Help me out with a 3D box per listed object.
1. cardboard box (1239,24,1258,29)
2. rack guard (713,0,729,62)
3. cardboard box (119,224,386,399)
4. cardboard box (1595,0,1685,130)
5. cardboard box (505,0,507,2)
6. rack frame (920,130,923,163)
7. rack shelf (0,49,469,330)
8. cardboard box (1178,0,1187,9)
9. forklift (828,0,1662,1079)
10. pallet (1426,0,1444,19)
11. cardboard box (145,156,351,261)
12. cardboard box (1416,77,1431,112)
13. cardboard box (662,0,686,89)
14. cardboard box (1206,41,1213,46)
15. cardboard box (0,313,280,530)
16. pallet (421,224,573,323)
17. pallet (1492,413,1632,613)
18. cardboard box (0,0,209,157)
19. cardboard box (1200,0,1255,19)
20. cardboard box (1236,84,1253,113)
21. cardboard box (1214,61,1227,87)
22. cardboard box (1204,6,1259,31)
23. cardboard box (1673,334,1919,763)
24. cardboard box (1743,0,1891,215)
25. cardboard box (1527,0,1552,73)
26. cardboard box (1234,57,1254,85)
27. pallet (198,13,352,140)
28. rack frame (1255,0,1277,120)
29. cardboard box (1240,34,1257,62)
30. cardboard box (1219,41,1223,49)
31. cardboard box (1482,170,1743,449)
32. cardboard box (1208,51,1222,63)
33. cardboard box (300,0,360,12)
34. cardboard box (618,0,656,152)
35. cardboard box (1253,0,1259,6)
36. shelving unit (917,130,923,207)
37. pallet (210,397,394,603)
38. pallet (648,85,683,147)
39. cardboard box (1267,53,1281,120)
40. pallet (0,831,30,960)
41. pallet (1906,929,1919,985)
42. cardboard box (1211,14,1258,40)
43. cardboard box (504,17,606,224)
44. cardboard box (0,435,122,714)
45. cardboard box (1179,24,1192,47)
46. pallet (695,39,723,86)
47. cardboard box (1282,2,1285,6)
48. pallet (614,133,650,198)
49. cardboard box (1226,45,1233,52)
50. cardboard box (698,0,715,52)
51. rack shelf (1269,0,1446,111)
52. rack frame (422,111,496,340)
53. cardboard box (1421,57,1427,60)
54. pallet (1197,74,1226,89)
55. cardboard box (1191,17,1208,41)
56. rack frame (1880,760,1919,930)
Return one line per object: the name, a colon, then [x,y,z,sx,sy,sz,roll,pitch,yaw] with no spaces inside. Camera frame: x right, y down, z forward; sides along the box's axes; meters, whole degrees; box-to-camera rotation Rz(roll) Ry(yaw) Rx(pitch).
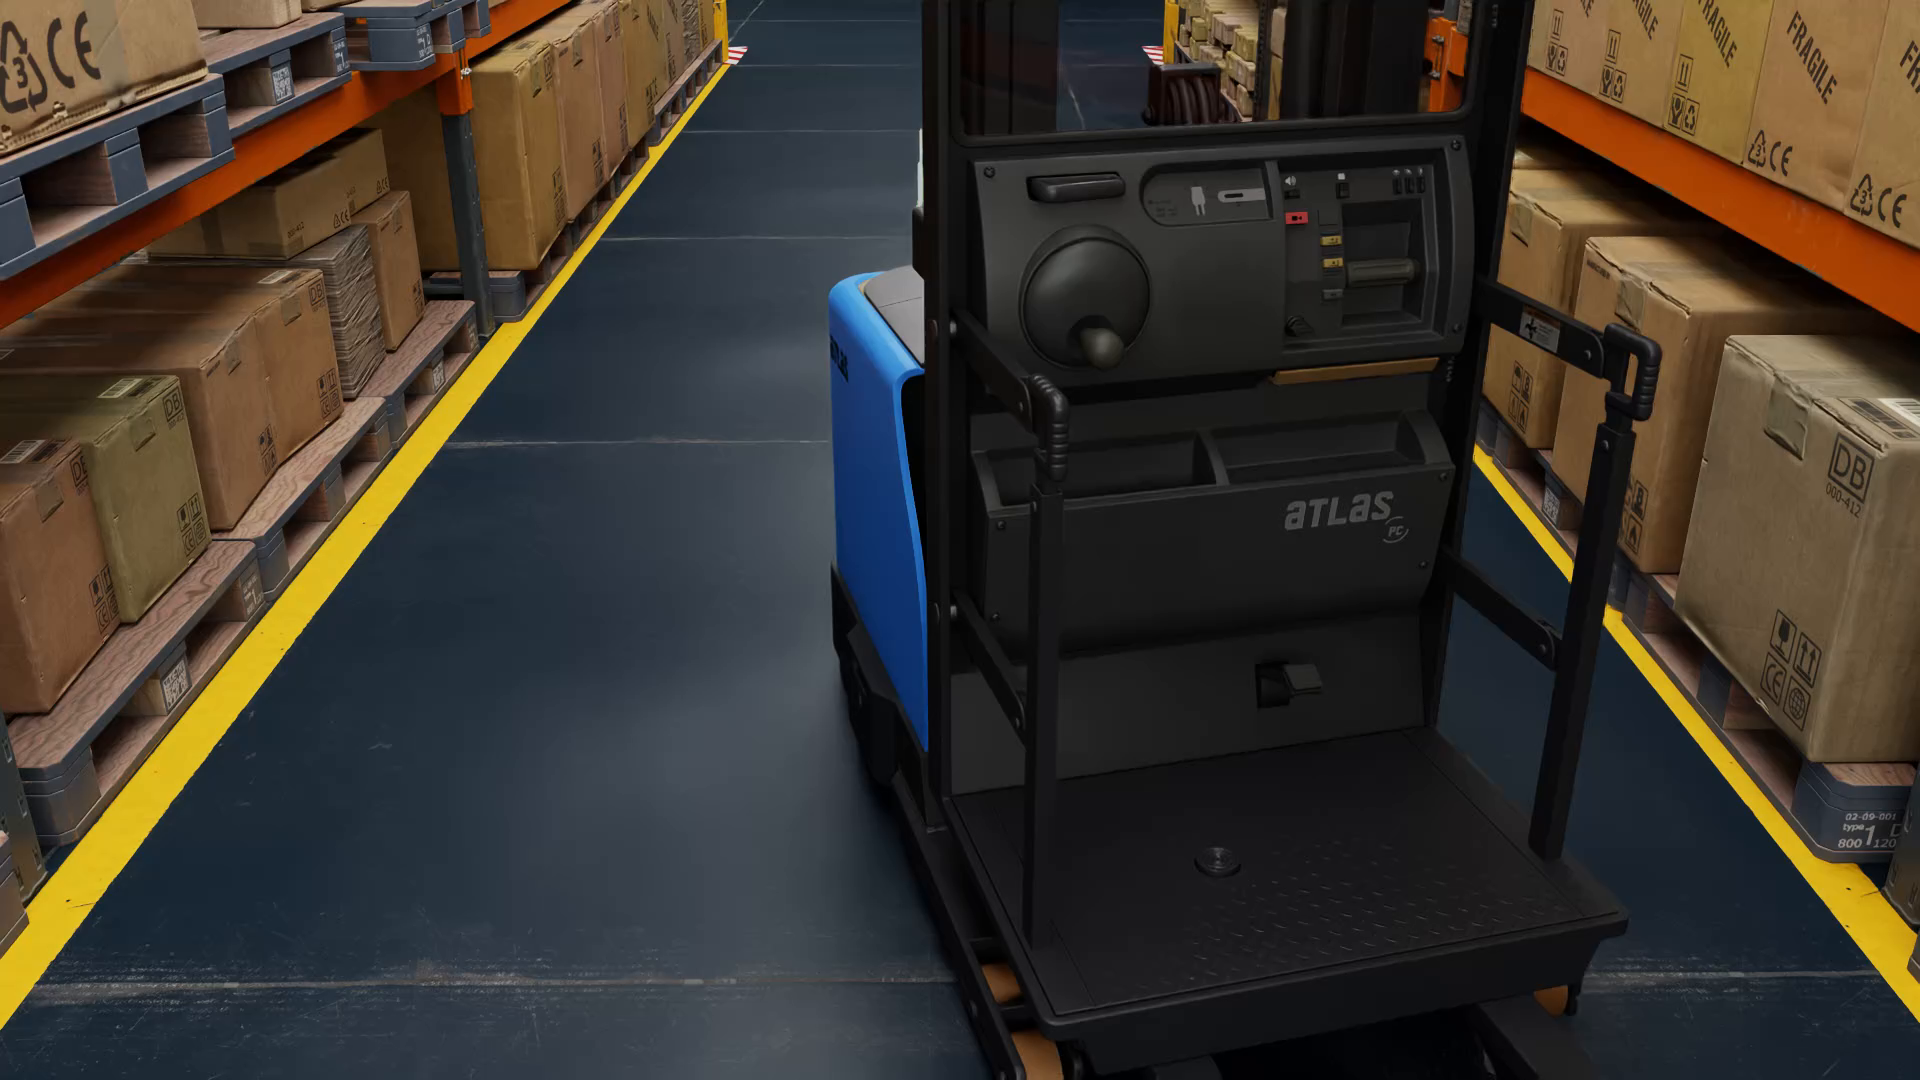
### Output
cardboard box: [2.149,-3.504,11.586,0.380,0.149,0.250,1,24,1]
rack guard: [-2.615,-4.419,14.414,1.175,0.500,0.348,0,24,-1]
cardboard box: [-2.481,-0.808,5.897,0.700,0.500,0.500,-2,24,-5]
cardboard box: [2.185,-1.469,4.736,0.500,0.500,0.500,-1,24,-1]
cardboard box: [-2.268,-2.711,7.483,0.500,0.500,0.500,-1,24,-2]
rack frame: [-0.004,-0.715,5.376,0.240,1.200,0.015,0,24,-1]
rack shelf: [-2.505,-1.099,4.914,1.077,0.370,4.000,0,24,-1]
cardboard box: [2.013,-4.475,13.731,0.380,0.149,0.250,-1,24,-3]
forklift: [0.538,-0.479,2.752,1.130,2.935,3.031,-6,25,-14]
pallet: [2.319,-2.438,7.233,1.213,0.211,1.003,0,24,-1]
cardboard box: [-2.474,-1.160,5.764,0.500,0.250,0.500,2,24,5]
cardboard box: [2.164,-1.907,7.440,0.500,0.250,0.500,-1,24,-2]
cardboard box: [-2.508,-3.766,12.006,0.875,0.875,0.875,0,24,-1]
cardboard box: [2.118,-3.783,12.925,0.380,0.149,0.250,0,24,0]
cardboard box: [-2.461,-0.345,4.872,0.700,0.500,0.500,-2,24,-5]
pallet: [-2.460,-1.306,7.881,1.003,0.211,1.213,0,24,-1]
pallet: [2.377,-0.135,5.292,1.003,0.211,1.213,0,24,-1]
cardboard box: [-2.352,-1.396,3.459,1.000,1.000,1.000,0,24,0]
cardboard box: [2.096,-4.155,13.025,0.380,0.149,0.250,-1,24,-3]
cardboard box: [2.045,-2.933,11.044,0.380,0.149,0.250,0,24,0]
cardboard box: [2.034,-3.359,11.987,0.380,0.149,0.250,0,24,-1]
cardboard box: [2.047,-3.932,12.532,0.380,0.149,0.250,0,24,0]
cardboard box: [2.381,-0.005,3.842,1.050,0.750,0.750,0,24,-1]
cardboard box: [2.199,-1.051,3.813,0.500,0.500,0.500,-1,24,-1]
cardboard box: [2.177,-1.882,5.649,0.500,0.500,0.500,0,24,-1]
cardboard box: [2.053,-3.148,11.159,0.380,0.149,0.250,-1,24,-3]
pallet: [-2.464,-1.348,4.824,1.003,0.211,1.213,0,24,-1]
rack frame: [2.390,-3.880,10.189,1.000,3.000,0.127,0,24,-1]
cardboard box: [2.084,-3.294,11.122,0.380,0.149,0.250,0,24,0]
cardboard box: [2.170,-3.799,12.599,0.380,0.149,0.250,1,24,2]
cardboard box: [2.363,-0.787,5.570,1.050,0.750,0.750,0,24,0]
cardboard box: [2.062,-3.566,12.445,0.380,0.149,0.250,0,24,-1]
cardboard box: [-2.375,-2.036,5.481,0.700,0.500,0.500,3,25,7]
cardboard box: [-2.544,-2.859,10.001,1.225,0.875,0.875,0,24,0]
cardboard box: [2.551,-4.371,13.503,0.380,0.149,0.250,0,24,0]
shelving unit: [-0.002,-0.615,5.154,0.258,1.200,0.503,0,24,-1]
pallet: [-2.510,-0.157,5.342,1.003,0.211,1.213,0,24,-1]
pallet: [-2.501,-2.943,11.500,1.003,0.211,1.213,0,24,-1]
cardboard box: [2.133,-2.627,9.942,0.500,0.500,0.500,1,24,1]
pallet: [-2.441,0.944,2.907,1.003,0.211,1.213,0,24,-1]
pallet: [2.408,1.001,2.782,1.003,0.211,1.213,0,24,-1]
cardboard box: [2.038,-3.726,12.077,0.380,0.149,0.250,-1,24,-2]
cardboard box: [-2.516,-2.126,8.380,1.225,0.875,0.875,0,24,0]
cardboard box: [-2.469,0.082,3.928,0.700,0.500,0.500,-2,24,-5]
cardboard box: [2.032,-4.204,13.854,0.380,0.149,0.250,0,24,1]
pallet: [-2.527,-3.948,13.723,1.003,0.211,1.213,0,24,-1]
cardboard box: [2.679,-4.048,12.787,0.380,0.149,0.250,1,24,1]
pallet: [-2.487,-2.311,10.105,1.003,0.211,1.213,0,24,-1]
cardboard box: [2.106,-3.467,11.865,0.380,0.149,0.250,0,24,1]
cardboard box: [-2.527,-4.508,13.646,0.875,0.875,0.875,0,24,-1]
rack shelf: [2.412,-2.728,8.515,1.077,0.370,4.000,0,24,-1]
rack frame: [-2.527,-2.251,6.588,1.000,3.000,0.127,0,24,-1]
cardboard box: [2.158,-2.324,8.363,0.500,0.250,0.500,0,24,1]
pallet: [2.331,-3.390,12.490,1.003,0.211,1.213,0,24,-1]
cardboard box: [2.028,-4.020,13.086,0.380,0.149,0.250,0,24,1]
rack frame: [2.477,-0.584,2.901,1.000,3.000,0.127,0,24,-1]
